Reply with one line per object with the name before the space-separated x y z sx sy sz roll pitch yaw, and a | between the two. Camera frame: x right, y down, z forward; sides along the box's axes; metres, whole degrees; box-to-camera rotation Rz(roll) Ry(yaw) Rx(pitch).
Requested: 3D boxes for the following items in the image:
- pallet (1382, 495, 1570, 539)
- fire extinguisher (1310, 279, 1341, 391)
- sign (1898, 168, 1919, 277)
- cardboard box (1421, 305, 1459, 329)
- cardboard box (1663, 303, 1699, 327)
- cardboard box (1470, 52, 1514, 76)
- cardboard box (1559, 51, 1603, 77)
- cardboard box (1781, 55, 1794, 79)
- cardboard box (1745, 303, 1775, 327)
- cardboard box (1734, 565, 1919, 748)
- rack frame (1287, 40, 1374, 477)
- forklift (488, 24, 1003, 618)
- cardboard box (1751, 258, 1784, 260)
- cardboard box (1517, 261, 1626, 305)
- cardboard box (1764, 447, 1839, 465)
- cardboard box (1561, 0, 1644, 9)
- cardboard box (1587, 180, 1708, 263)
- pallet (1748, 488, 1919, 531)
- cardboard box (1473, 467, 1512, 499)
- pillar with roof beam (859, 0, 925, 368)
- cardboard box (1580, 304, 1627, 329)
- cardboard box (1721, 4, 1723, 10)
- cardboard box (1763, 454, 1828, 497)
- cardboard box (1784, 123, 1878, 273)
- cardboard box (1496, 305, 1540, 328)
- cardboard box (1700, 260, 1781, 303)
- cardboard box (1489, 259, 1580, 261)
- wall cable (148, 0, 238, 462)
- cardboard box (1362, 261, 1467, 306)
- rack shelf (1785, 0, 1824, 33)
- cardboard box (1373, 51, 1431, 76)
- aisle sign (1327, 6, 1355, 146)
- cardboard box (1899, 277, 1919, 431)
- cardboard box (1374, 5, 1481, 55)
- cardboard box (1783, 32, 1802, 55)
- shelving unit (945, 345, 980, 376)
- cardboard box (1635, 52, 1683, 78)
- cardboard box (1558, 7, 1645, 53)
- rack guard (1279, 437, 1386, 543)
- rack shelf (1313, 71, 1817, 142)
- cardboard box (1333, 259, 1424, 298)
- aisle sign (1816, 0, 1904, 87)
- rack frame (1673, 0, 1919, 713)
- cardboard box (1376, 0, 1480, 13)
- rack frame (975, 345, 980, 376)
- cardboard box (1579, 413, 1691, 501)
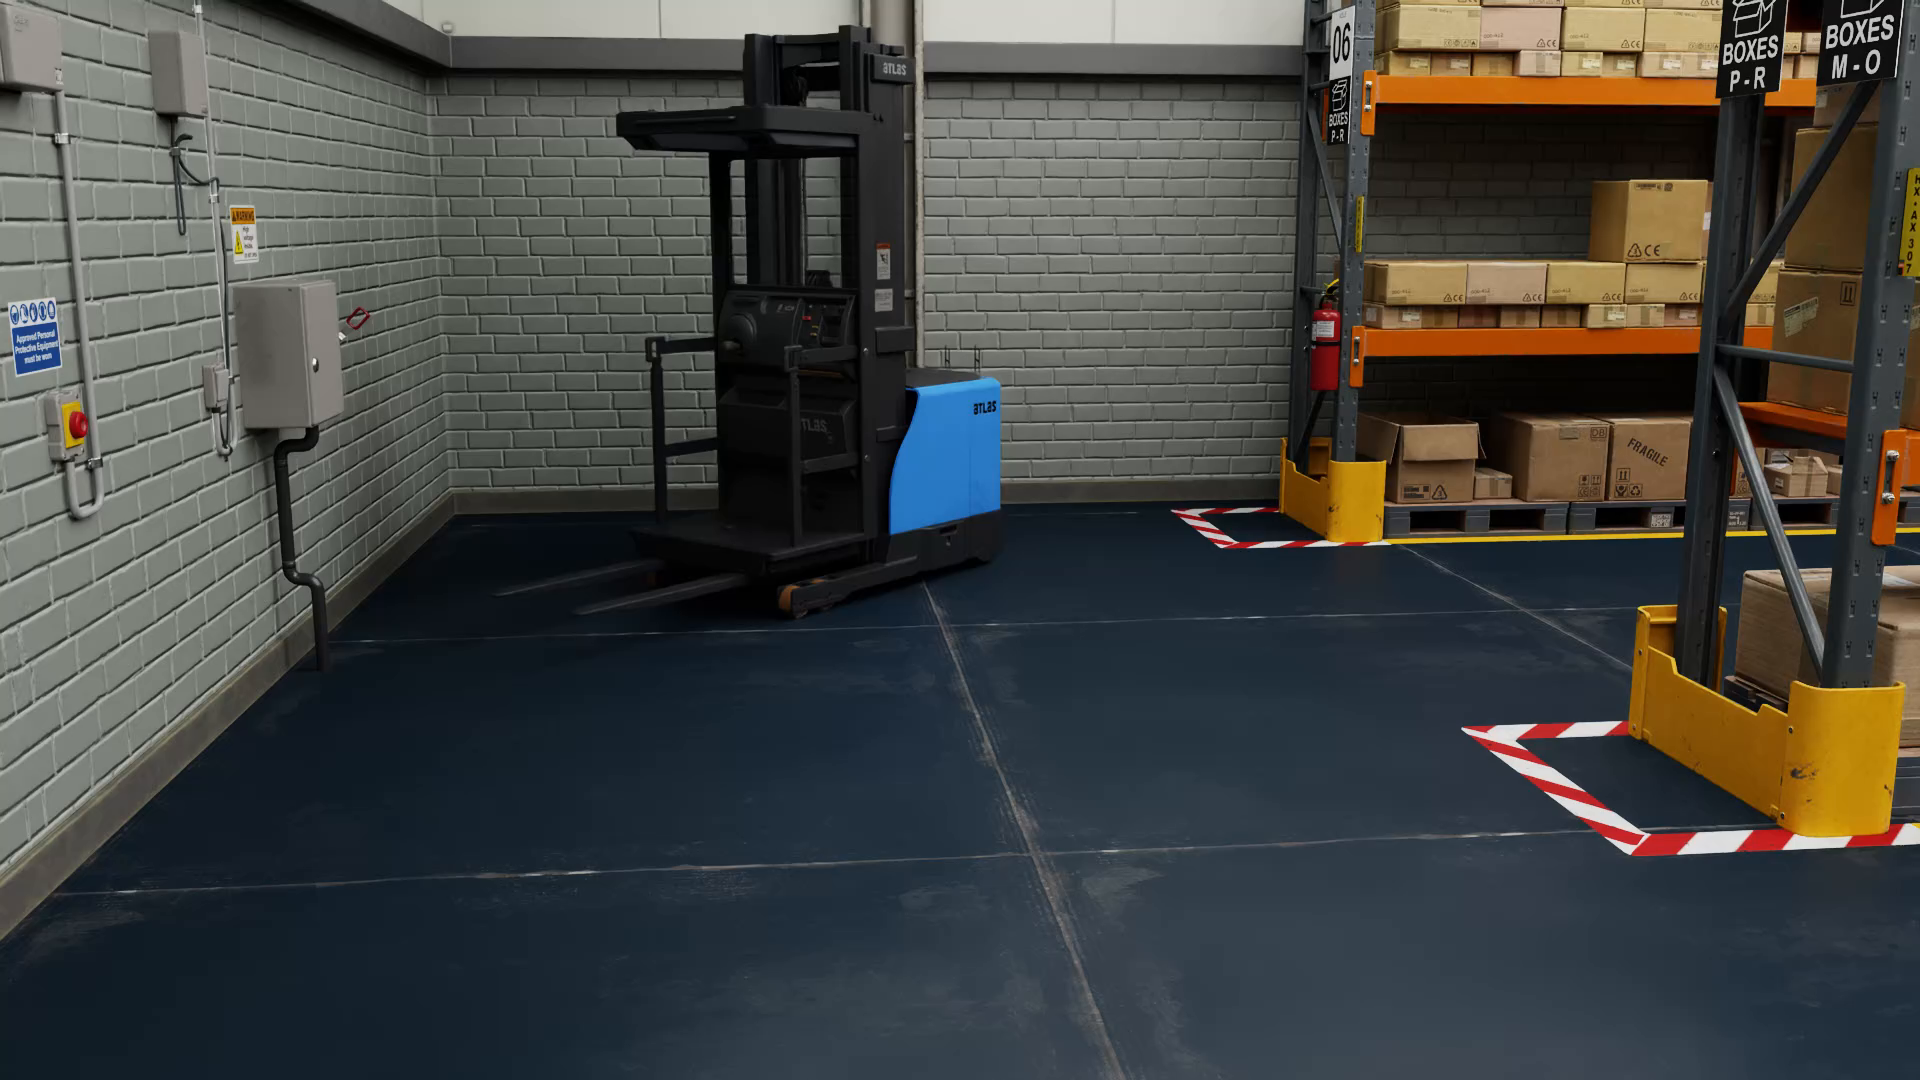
pallet | 3.196 -0.217 10.926 1.213 0.211 1.003 -1 11 -6
fire extinguisher | 2.232 -1.255 10.141 0.183 0.674 0.296 -1 11 -6
sign | 2.922 -0.972 5.089 0.005 0.325 0.100 -1 11 -6
cardboard box | 2.933 -1.412 10.427 0.250 0.149 0.380 -1 11 -5
cardboard box | 4.479 -1.443 10.586 0.250 0.149 0.380 -1 11 -6
cardboard box | 3.185 -2.890 10.169 0.250 0.149 0.380 -1 11 -6
cardboard box | 3.703 -2.883 10.130 0.250 0.149 0.380 -1 11 -6
cardboard box | 4.954 -2.922 10.332 0.250 0.149 0.380 -1 11 -4
cardboard box | 4.988 -1.442 10.576 0.250 0.149 0.380 -1 11 -7
cardboard box | 3.513 0.403 6.096 0.875 0.438 0.875 -2 11 -8
rack frame | 2.328 -1.567 10.564 0.127 3.000 1.000 -1 11 -6
forklift | -1.051 -1.153 8.634 1.130 2.935 3.031 9 14 37
cardboard box | 5.286 -1.753 11.124 0.500 0.250 0.500 -1 11 -7
cardboard box | 3.813 -1.619 10.445 0.500 0.250 0.500 -1 11 -7
cardboard box | 5.623 -0.569 11.367 0.500 0.311 0.500 -1 11 -4
cardboard box | 3.802 -3.338 10.116 0.500 0.250 0.500 -1 11 -7
cardboard box | 4.300 -1.997 10.422 0.500 0.500 0.500 -1 11 -5
pallet | 5.622 -0.268 11.185 1.213 0.211 1.003 -1 11 -6
cardboard box | 3.373 -0.370 10.778 0.250 0.149 0.380 -2 11 -8
pillar with roof beam | 0.015 -3.802 6.379 0.400 9.000 9.100 -1 11 -6
cardboard box | 3.971 -1.415 10.443 0.250 0.149 0.380 -2 11 -8
cardboard box | 4.821 -3.362 10.240 0.500 0.250 0.500 -1 11 -5
cardboard box | 5.428 -0.440 10.827 0.258 0.266 0.396 -1 11 -4
cardboard box | 3.322 -1.211 5.899 0.500 0.500 0.500 -1 11 -4
cardboard box | 3.448 -1.418 10.456 0.250 0.149 0.380 -1 11 -4
cardboard box | 4.831 -1.644 10.574 0.500 0.250 0.500 -1 11 -6
cardboard box | 3.763 -1.720 10.958 0.500 0.250 0.500 -1 11 -4
wall cable | -2.900 -1.264 6.386 0.122 1.984 0.588 -1 11 -6
cardboard box | 2.809 -1.597 10.335 0.500 0.250 0.500 -1 11 -6
rack shelf | 4.856 -1.776 5.714 4.000 0.370 1.077 -1 11 -6
cardboard box | 2.670 -2.878 10.106 0.250 0.149 0.380 -1 11 -5
aisle sign | 2.292 -2.785 10.019 0.004 0.787 0.394 -1 11 -6
cardboard box | 3.376 -0.619 5.483 0.500 0.500 0.500 -1 11 -7
cardboard box | 2.799 -3.068 10.041 0.500 0.250 0.500 -1 11 -7
cardboard box | 4.826 -3.115 10.280 0.500 0.250 0.500 -1 11 -5
shelving unit | 0.014 -0.589 10.254 0.189 1.200 0.258 -1 11 -6
cardboard box | 4.205 -2.891 10.173 0.250 0.149 0.380 -1 11 -6
cardboard box | 3.812 -3.091 10.157 0.500 0.250 0.500 -2 11 -8
rack guard | 2.404 -0.342 10.813 0.348 0.500 1.175 -1 11 -6
rack shelf | 4.317 -2.728 10.556 4.000 0.370 1.077 -1 11 -6
cardboard box | 2.757 -1.700 10.857 0.500 0.250 0.500 -1 11 -4
aisle sign | 2.828 -1.834 5.181 0.004 0.787 0.394 -1 11 -6
rack frame | 2.868 -0.615 5.722 0.127 3.000 1.000 -1 11 -6
cardboard box | 2.797 -3.318 10.014 0.500 0.250 0.500 -1 11 -7
rack frame | 0.105 -0.591 10.264 0.006 1.200 0.240 -1 11 -6
cardboard box | 4.337 -0.543 10.748 0.500 0.500 0.500 -1 11 -5
